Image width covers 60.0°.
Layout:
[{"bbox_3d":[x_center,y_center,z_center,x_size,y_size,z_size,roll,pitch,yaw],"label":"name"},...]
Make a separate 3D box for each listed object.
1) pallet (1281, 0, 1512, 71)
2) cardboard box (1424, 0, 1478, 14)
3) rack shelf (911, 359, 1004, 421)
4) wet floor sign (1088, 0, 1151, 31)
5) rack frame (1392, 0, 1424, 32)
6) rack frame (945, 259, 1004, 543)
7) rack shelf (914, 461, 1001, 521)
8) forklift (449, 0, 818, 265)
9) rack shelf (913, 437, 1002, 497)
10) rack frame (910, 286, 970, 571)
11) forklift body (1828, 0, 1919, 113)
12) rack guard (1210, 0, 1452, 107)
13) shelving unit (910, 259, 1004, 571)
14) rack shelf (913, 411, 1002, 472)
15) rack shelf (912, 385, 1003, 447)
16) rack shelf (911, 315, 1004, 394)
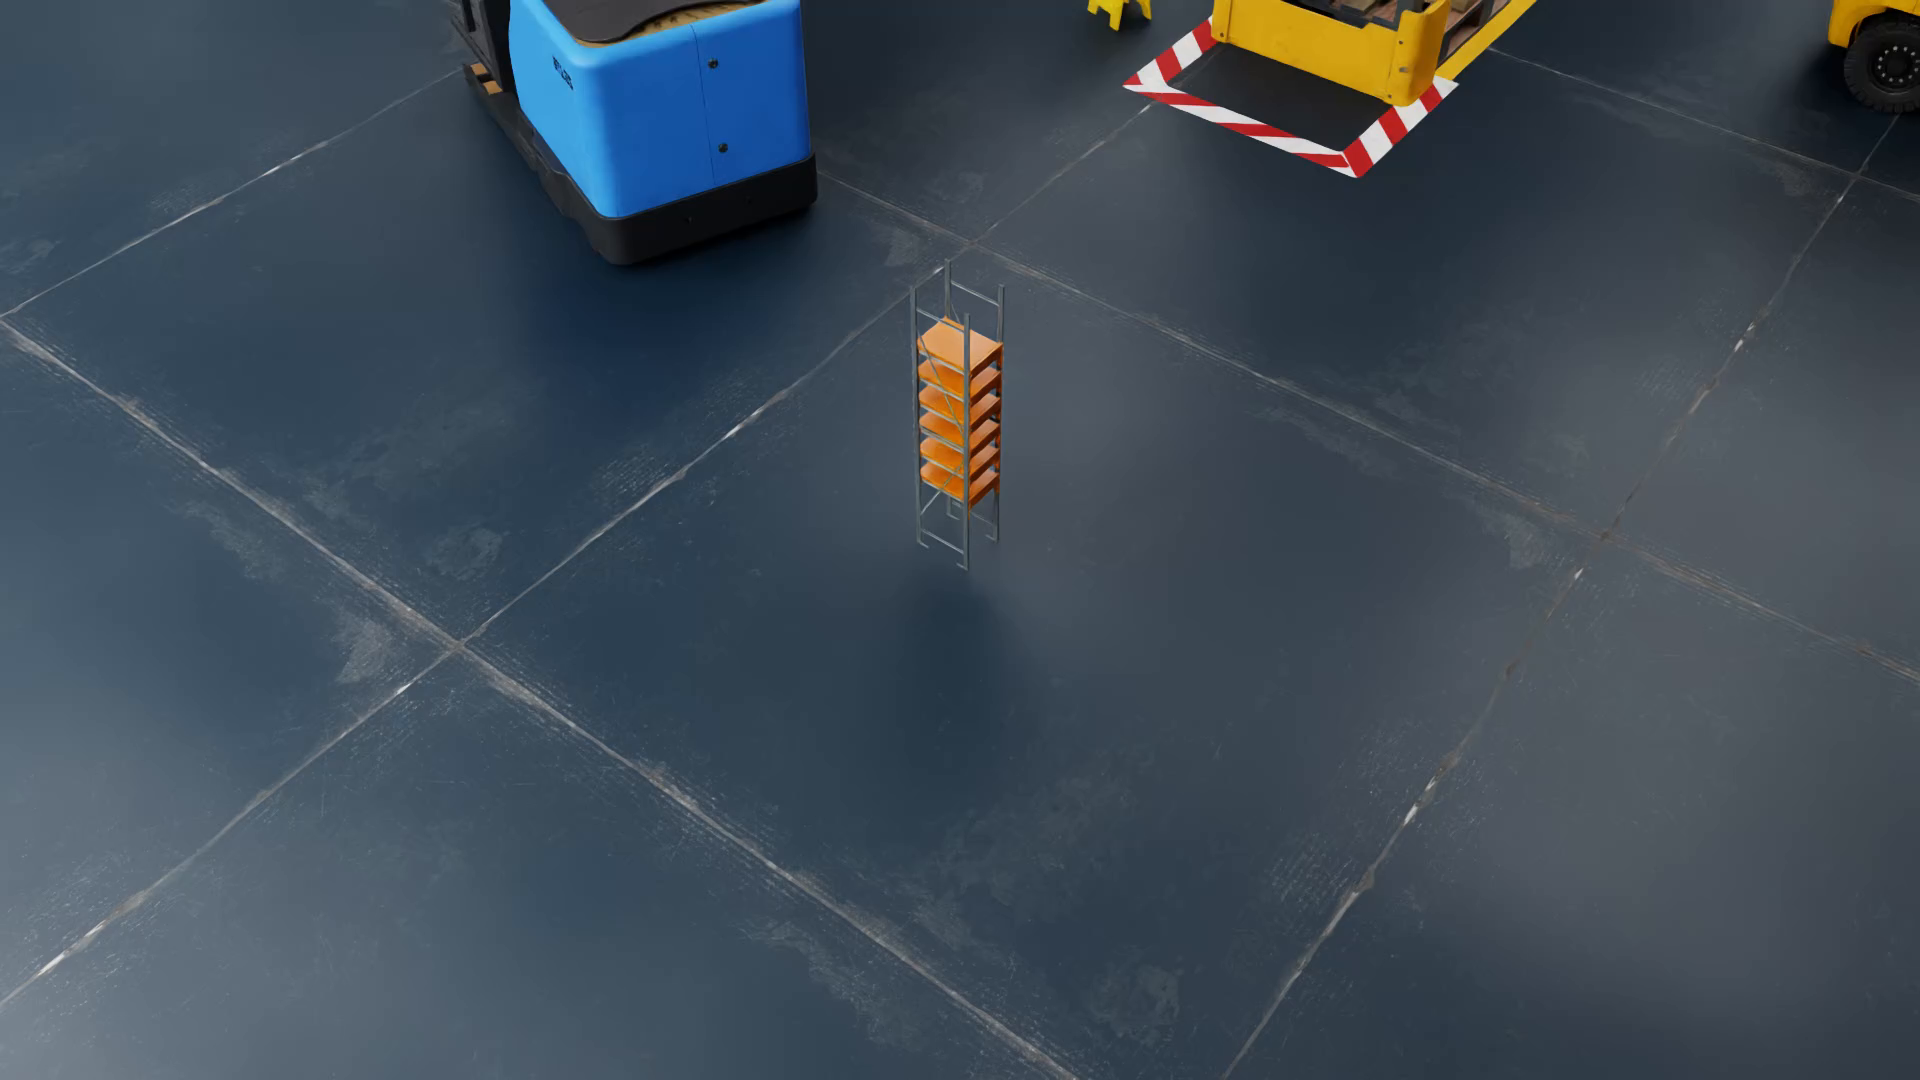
[{"bbox_3d":[2.392,-3.028,8.997,1.003,0.211,1.213,29,53,25],"label":"pallet"},{"bbox_3d":[2.533,-3.033,8.684,0.500,0.250,0.500,29,53,25],"label":"cardboard box"},{"bbox_3d":[-0.009,-0.541,5.667,0.258,0.103,0.180,29,53,25],"label":"rack shelf"},{"bbox_3d":[0.858,-3.050,8.717,0.232,0.644,0.267,-25,51,-22],"label":"wet floor sign"},{"bbox_3d":[1.821,-3.499,7.518,1.000,3.000,0.127,29,53,25],"label":"rack frame"},{"bbox_3d":[0.047,-0.459,5.858,0.240,1.200,0.006,29,53,25],"label":"rack frame"},{"bbox_3d":[-0.009,-0.210,6.014,0.258,0.103,0.180,29,53,25],"label":"rack shelf"},{"bbox_3d":[-1.832,-3.279,7.355,1.130,2.935,3.031,-23,50,-20],"label":"forklift"},{"bbox_3d":[-0.009,-0.293,5.927,0.258,0.103,0.180,29,53,25],"label":"rack shelf"},{"bbox_3d":[-0.065,-0.354,5.758,0.240,1.200,0.006,29,53,25],"label":"rack frame"},{"bbox_3d":[5.467,-2.905,7.537,2.313,2.155,1.214,29,53,25],"label":"forklift body"},{"bbox_3d":[1.868,-2.679,8.463,1.175,0.500,0.348,29,53,25],"label":"rack guard"},{"bbox_3d":[-0.009,-0.406,5.808,0.258,1.200,0.189,29,53,25],"label":"shelving unit"},{"bbox_3d":[-0.009,-0.375,5.840,0.258,0.103,0.180,29,53,25],"label":"rack shelf"},{"bbox_3d":[-0.009,-0.458,5.754,0.258,0.103,0.180,29,53,25],"label":"rack shelf"},{"bbox_3d":[-0.009,-0.624,5.580,0.258,0.103,0.180,29,53,25],"label":"rack shelf"}]
